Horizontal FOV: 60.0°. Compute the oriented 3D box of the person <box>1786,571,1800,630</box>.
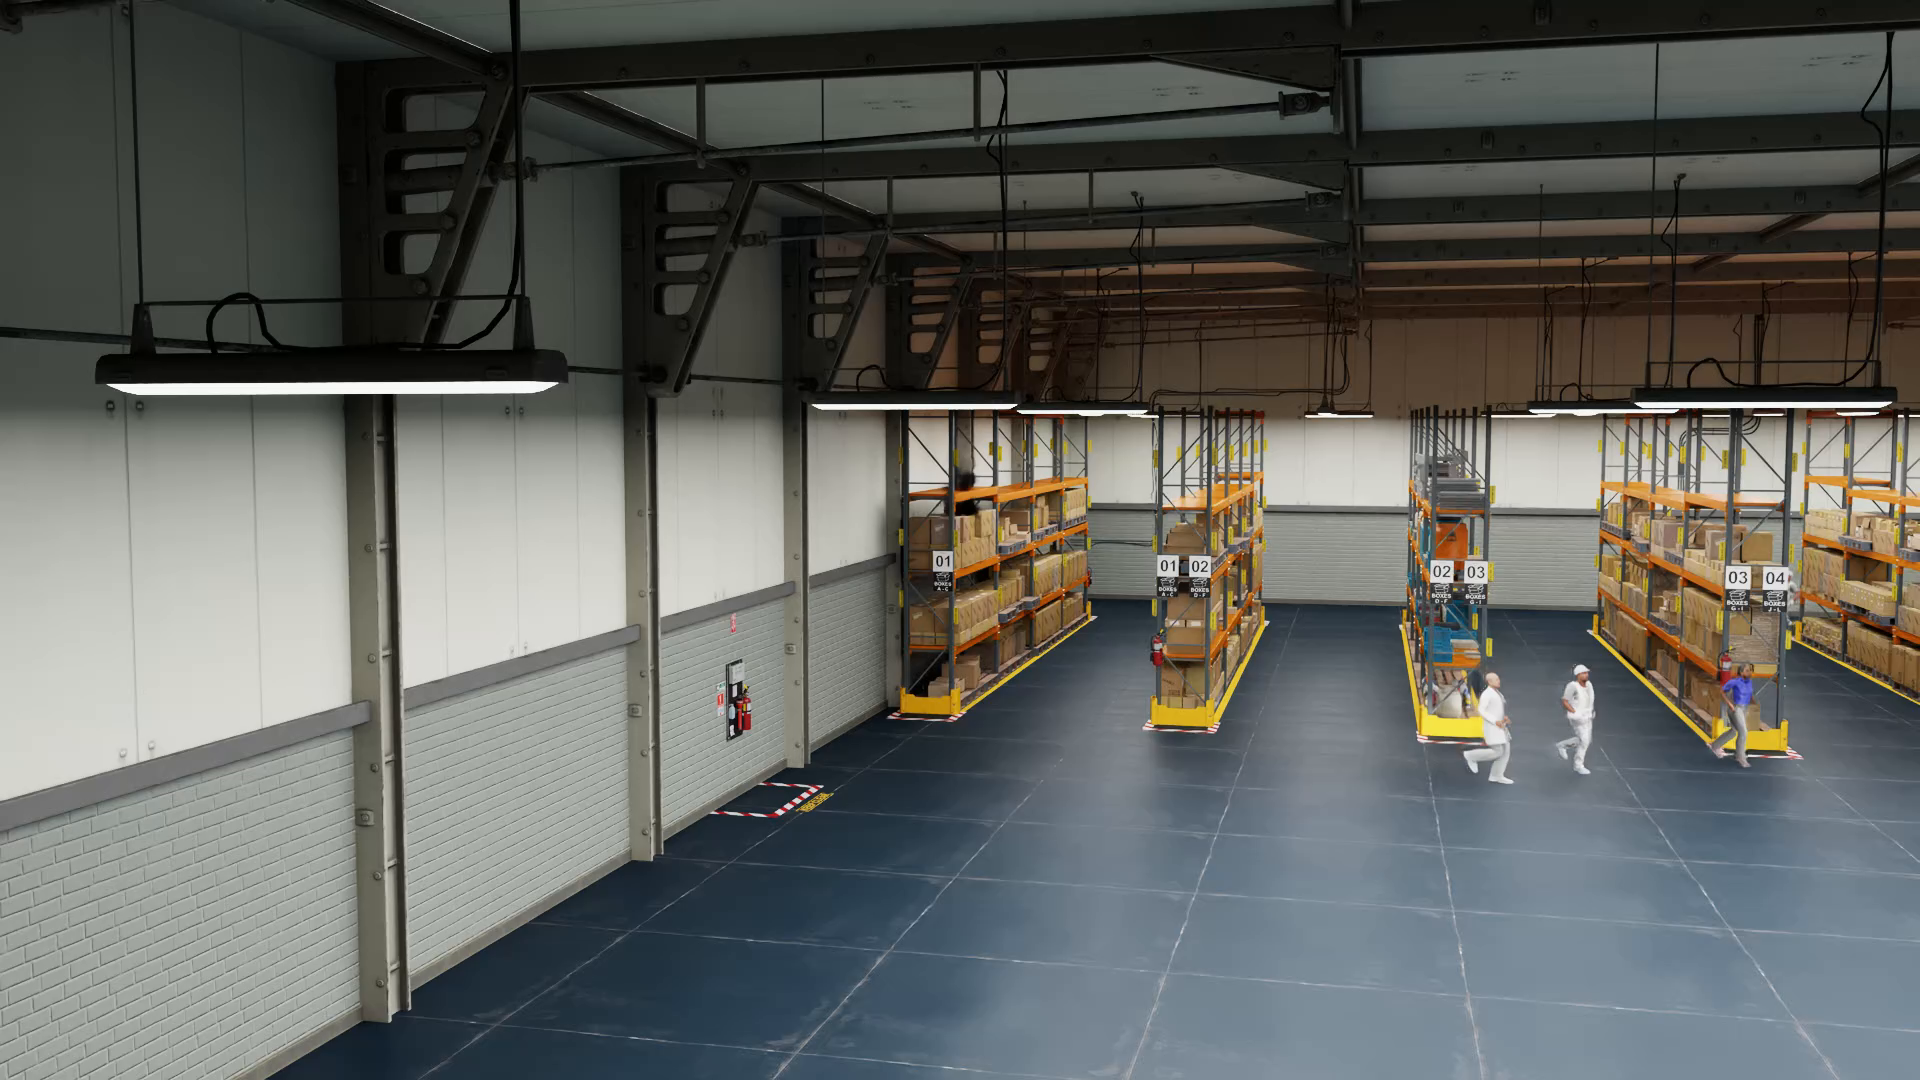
[{"bbox_3d":[21.969,1.681,44.176,0.730,1.746,0.725,-1,4,-11],"label":"person"}]

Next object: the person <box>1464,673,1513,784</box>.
[{"bbox_3d":[8.406,2.970,26.350,0.756,1.743,0.711,3,5,35],"label":"person"}]

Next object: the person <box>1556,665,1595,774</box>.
[{"bbox_3d":[10.055,2.905,27.211,0.677,1.770,0.675,-3,5,-36],"label":"person"}]

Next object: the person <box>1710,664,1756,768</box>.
[{"bbox_3d":[12.994,2.908,27.845,0.578,1.677,0.817,-3,5,-32],"label":"person"}]
